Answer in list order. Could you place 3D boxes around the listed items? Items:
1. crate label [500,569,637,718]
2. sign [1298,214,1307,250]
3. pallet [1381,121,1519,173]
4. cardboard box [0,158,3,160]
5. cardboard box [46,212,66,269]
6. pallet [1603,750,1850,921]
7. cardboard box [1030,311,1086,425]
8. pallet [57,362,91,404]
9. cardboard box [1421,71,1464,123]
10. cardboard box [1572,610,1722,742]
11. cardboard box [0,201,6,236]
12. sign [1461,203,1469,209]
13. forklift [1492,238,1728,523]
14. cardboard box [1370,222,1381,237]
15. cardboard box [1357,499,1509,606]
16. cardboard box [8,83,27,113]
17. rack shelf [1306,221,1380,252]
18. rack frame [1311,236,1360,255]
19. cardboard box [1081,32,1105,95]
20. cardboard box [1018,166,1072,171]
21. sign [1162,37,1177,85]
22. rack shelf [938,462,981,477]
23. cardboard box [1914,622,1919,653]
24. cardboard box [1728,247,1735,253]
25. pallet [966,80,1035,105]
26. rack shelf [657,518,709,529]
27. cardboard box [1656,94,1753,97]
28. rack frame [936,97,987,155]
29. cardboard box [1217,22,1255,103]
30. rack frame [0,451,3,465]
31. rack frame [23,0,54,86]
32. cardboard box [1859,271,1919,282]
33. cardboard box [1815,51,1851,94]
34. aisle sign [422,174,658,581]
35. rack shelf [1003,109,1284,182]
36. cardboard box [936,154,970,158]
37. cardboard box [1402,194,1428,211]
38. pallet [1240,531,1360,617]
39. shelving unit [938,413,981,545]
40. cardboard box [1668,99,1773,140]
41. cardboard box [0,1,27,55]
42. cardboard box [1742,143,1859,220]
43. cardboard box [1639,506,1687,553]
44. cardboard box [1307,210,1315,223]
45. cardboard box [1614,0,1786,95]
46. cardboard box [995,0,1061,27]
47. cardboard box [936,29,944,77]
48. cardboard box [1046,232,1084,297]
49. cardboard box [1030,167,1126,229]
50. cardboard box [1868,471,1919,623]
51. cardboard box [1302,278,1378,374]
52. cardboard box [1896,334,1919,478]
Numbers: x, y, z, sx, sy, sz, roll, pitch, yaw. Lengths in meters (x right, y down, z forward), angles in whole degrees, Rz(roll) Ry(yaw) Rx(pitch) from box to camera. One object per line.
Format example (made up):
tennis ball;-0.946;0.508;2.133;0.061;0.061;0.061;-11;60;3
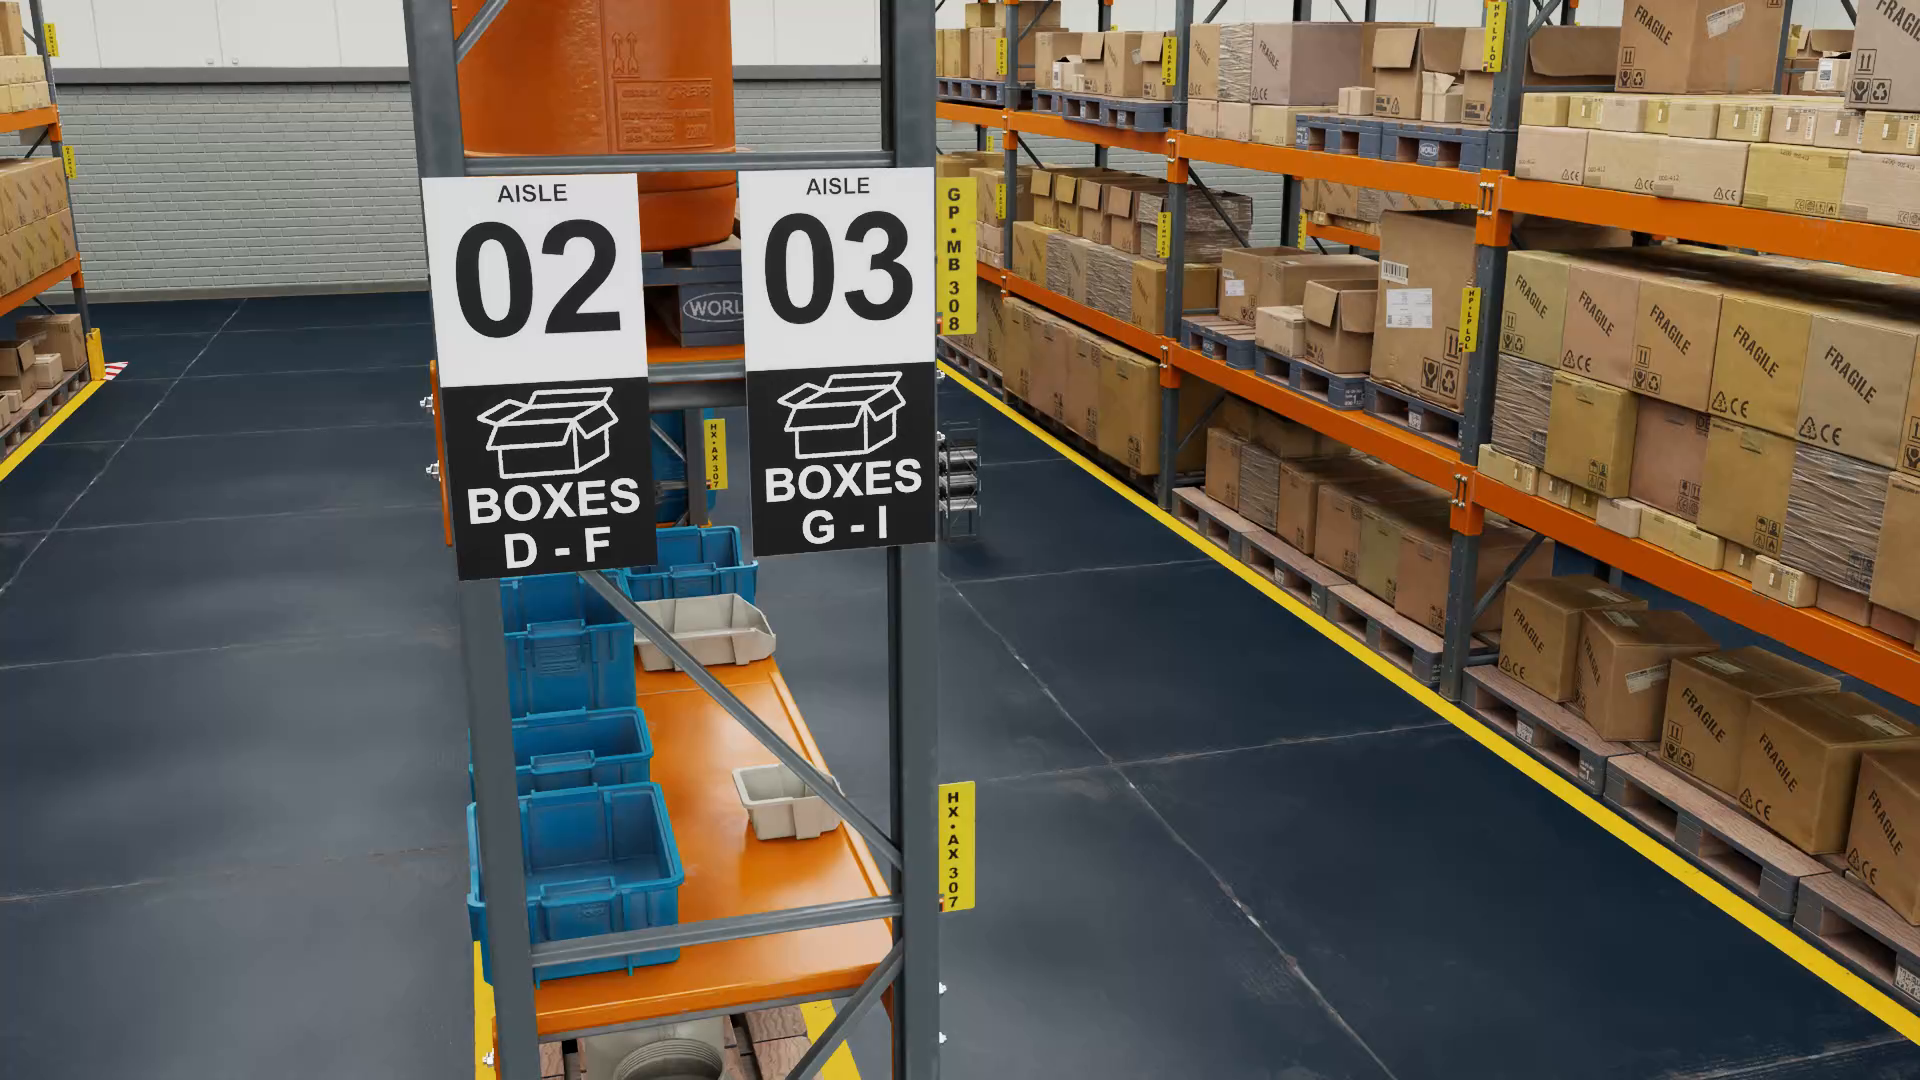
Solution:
crate label;-1.310;0.387;5.390;0.502;0.435;0.616;-5;17;-15
sign;2.539;-2.275;12.438;0.100;0.325;0.005;-5;17;-15
pallet;3.052;-2.133;8.950;1.213;0.211;1.003;-5;17;-15
cardboard box;-9.837;-3.527;16.568;0.500;0.500;0.500;-4;17;-14
cardboard box;-9.174;-2.946;16.372;0.500;0.500;0.500;-5;17;-15
pallet;3.676;1.250;7.425;1.003;0.211;1.213;-5;17;-15
cardboard box;1.362;-1.581;14.963;1.225;0.875;0.875;-5;18;-17
pallet;-9.464;-1.567;16.802;1.003;0.211;1.213;-5;17;-15
cardboard box;2.764;-2.432;9.125;0.396;0.266;0.258;-4;17;-13
cardboard box;3.355;0.661;8.153;0.500;0.500;0.500;1;17;2
cardboard box;-8.607;-2.859;14.346;0.500;0.500;0.500;-5;18;-17
sign;5.197;-3.553;17.063;0.100;0.325;0.005;-5;17;-15
forklift;4.632;-1.548;12.010;1.130;2.935;3.031;-5;17;-15
cardboard box;4.915;-3.551;18.995;0.380;0.149;0.250;-4;17;-14
cardboard box;2.858;0.075;10.070;0.700;0.500;0.500;-5;17;-16
cardboard box;-9.033;-4.111;15.470;0.500;0.250;0.500;-5;17;-15
rack shelf;5.167;-3.392;19.282;1.077;0.370;4.000;-5;17;-15
rack frame;4.618;-4.290;21.021;1.000;3.000;0.127;-5;17;-15
cardboard box;1.438;-3.964;13.810;0.797;0.503;0.637;-5;17;-16
cardboard box;0.907;-3.539;16.960;0.500;0.500;0.500;-5;17;-15
sign;1.484;-3.394;11.786;0.100;0.325;0.005;-5;17;-15
rack shelf;-0.002;-0.487;11.814;0.258;0.077;0.200;-5;17;-15
cardboard box;3.701;0.353;6.000;0.380;0.149;0.250;-5;17;-15
cardboard box;6.243;-2.401;13.922;0.380;0.149;0.250;-4;17;-14
pallet;0.705;-4.441;16.462;1.003;0.211;1.213;-5;17;-15
rack shelf;-2.193;-0.424;9.400;1.077;0.370;4.000;-5;17;-15
cardboard box;3.472;-2.014;7.797;0.380;0.149;0.250;-4;17;-15
rack frame;-0.179;-3.926;19.808;1.000;3.000;0.127;-5;17;-15
cardboard box;2.037;-3.146;10.955;0.500;0.500;0.500;-5;17;-15
rack frame;-8.606;-2.037;13.521;1.000;3.000;0.127;-5;17;-15
rack frame;-9.705;-6.017;16.341;1.000;3.000;0.127;-5;17;-15
cardboard box;6.961;-1.700;12.223;0.500;0.500;0.500;-5;17;-15
cardboard box;6.804;-3.503;12.436;0.500;0.311;0.500;-5;17;-15
aisle sign;-0.810;-0.310;3.253;0.394;0.787;0.004;-5;17;-15
rack shelf;1.470;-3.358;13.955;1.077;0.370;4.000;-5;17;-15
cardboard box;-0.169;-4.063;18.706;0.500;0.500;0.500;-5;17;-17
cardboard box;5.171;-3.629;18.130;0.500;0.500;0.500;-5;17;-17
pallet;2.565;0.175;11.001;1.003;0.211;1.213;-5;17;-15
shelving unit;-0.002;-0.433;11.830;0.258;0.900;0.210;-5;17;-15
cardboard box;3.203;-1.758;6.945;0.380;0.149;0.250;-5;17;-16
cardboard box;-9.548;-4.966;16.146;0.700;0.500;0.500;-5;17;-15
cardboard box;3.425;-1.397;6.437;0.500;0.250;0.500;-5;17;-16
cardboard box;3.256;-0.059;7.372;0.380;0.149;0.250;-5;17;-15
cardboard box;4.501;-3.987;20.449;0.380;0.149;0.250;-4;17;-13
cardboard box;3.488;-2.369;7.850;0.500;0.500;0.500;-5;17;-17
cardboard box;0.668;-5.173;16.364;0.500;0.250;0.500;-6;18;-19
cardboard box;0.054;-5.355;18.273;0.700;0.500;0.500;-5;18;-17
cardboard box;1.082;-2.443;14.697;0.500;0.500;0.500;-5;17;-17
cardboard box;1.104;-3.172;15.380;0.797;0.503;0.637;-5;17;-17
cardboard box;3.841;0.026;5.960;0.875;0.500;0.500;-5;17;-15
cardboard box;2.554;-1.330;10.255;0.797;0.503;0.637;-3;17;-10
cardboard box;3.686;-0.440;5.774;0.500;0.500;0.500;-5;17;-15
